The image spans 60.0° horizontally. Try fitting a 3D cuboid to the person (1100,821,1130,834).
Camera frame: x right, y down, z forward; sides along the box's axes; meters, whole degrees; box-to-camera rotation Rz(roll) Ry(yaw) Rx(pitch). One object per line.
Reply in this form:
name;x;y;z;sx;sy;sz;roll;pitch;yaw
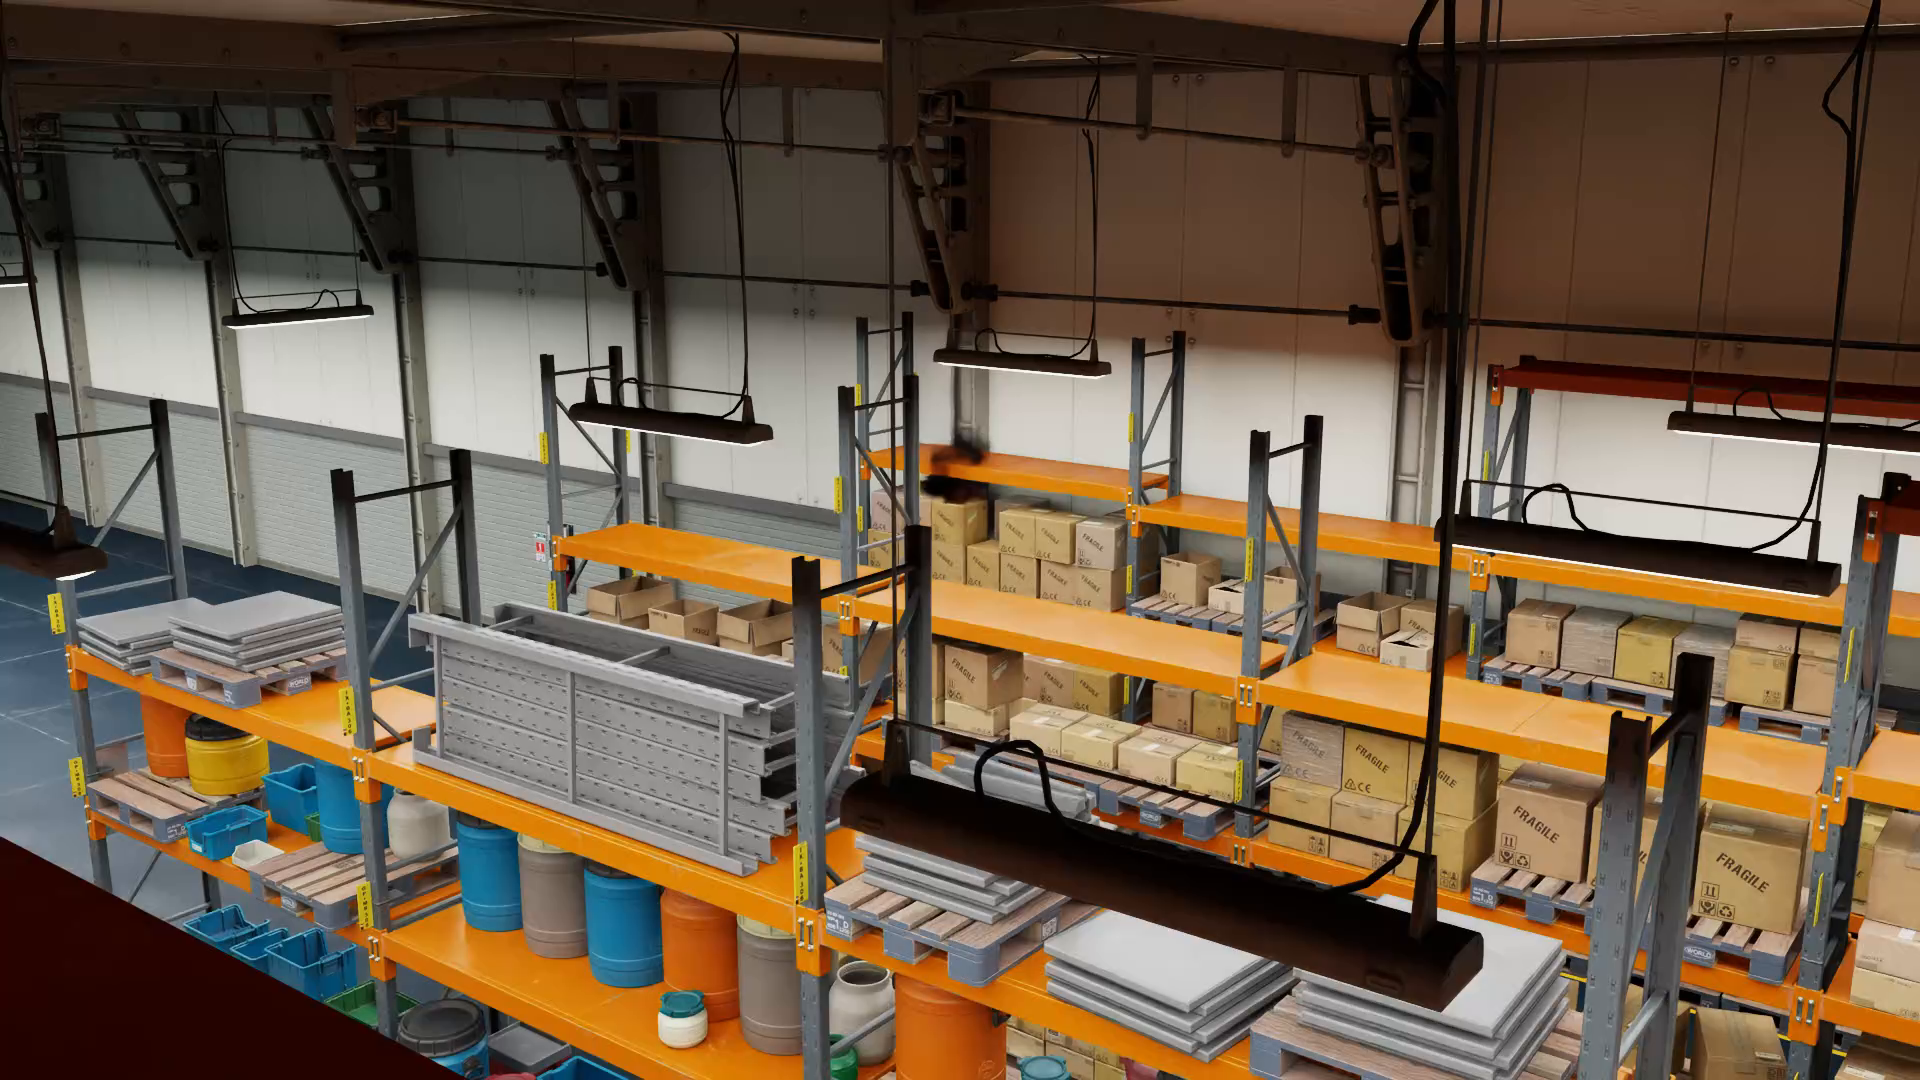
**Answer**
person;1.420;3.238;17.052;1.116;1.585;0.627;8;15;30
